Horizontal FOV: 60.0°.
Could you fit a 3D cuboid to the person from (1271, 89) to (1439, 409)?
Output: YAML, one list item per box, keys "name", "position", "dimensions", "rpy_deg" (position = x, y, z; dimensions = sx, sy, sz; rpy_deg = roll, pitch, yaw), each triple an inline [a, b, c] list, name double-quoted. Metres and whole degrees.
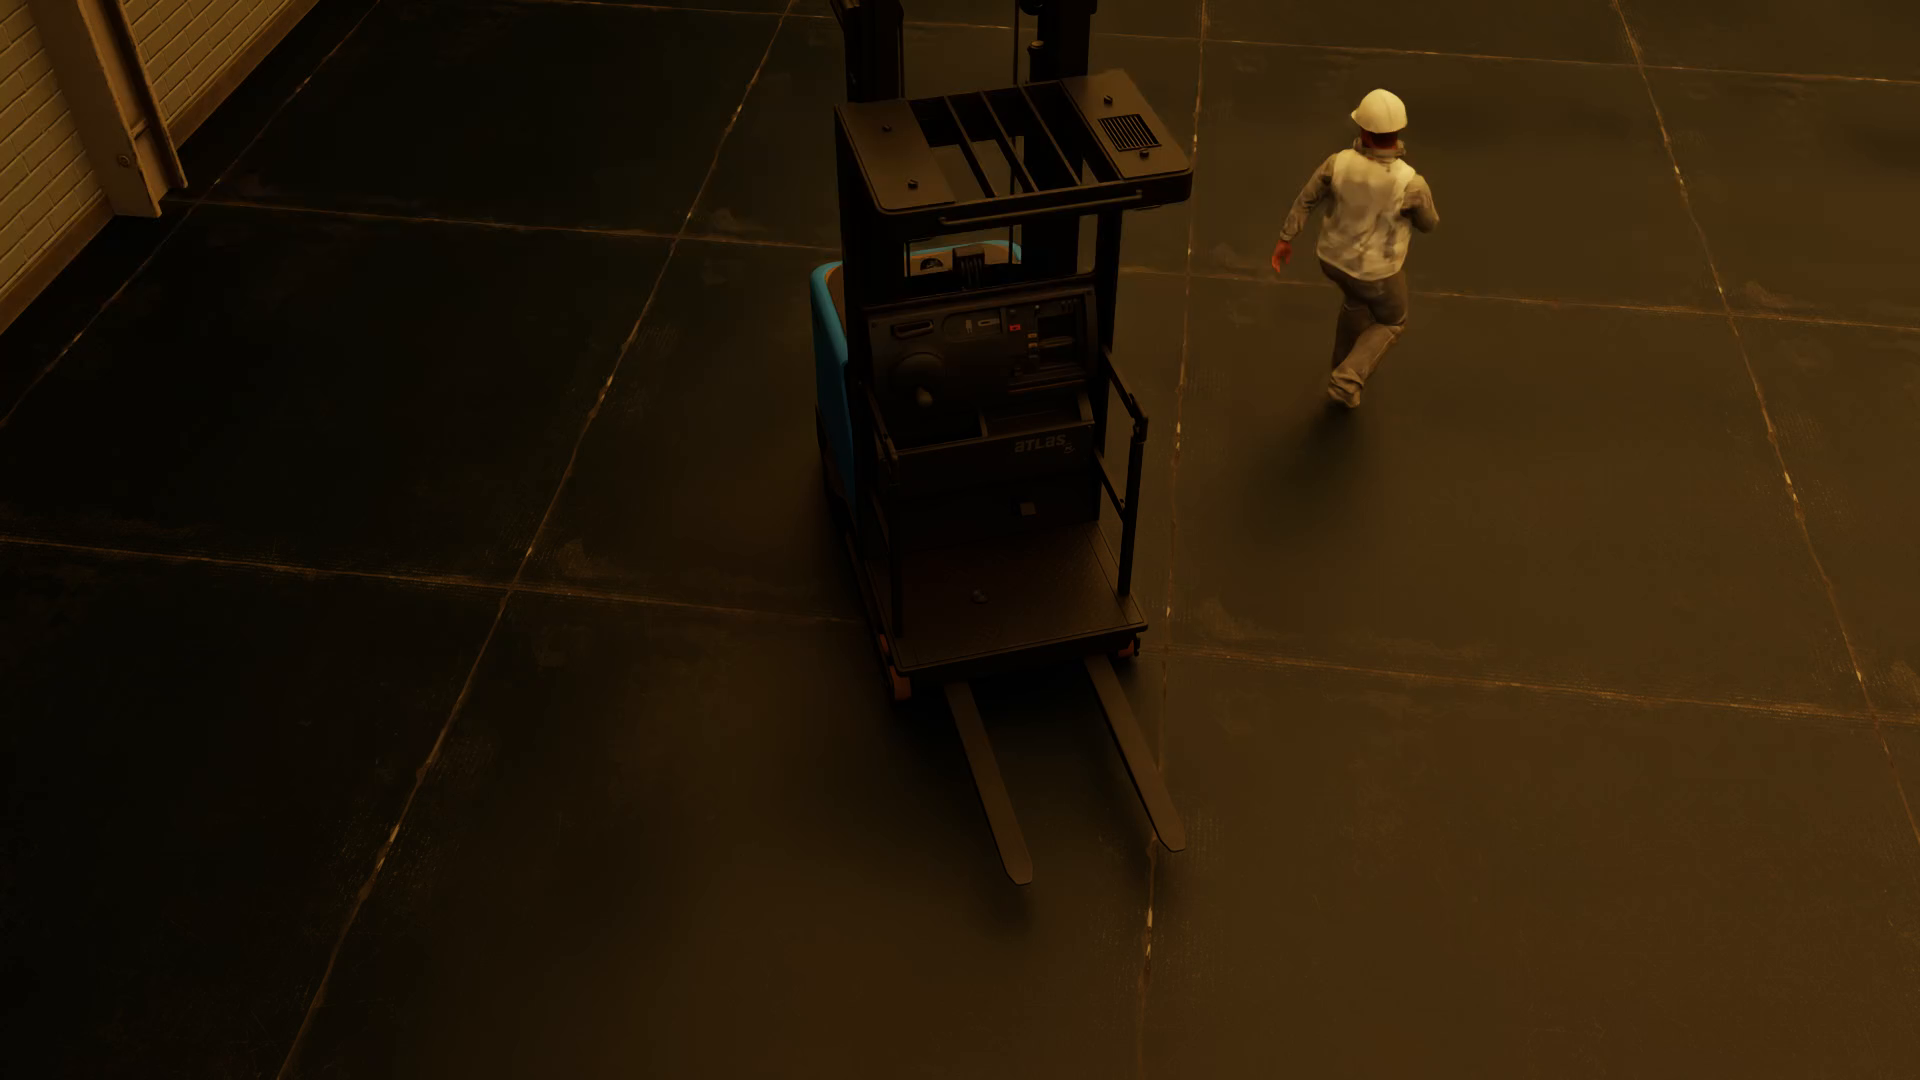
- name: "person"
  position: [1.978, -1.435, 8.196]
  dimensions: [0.634, 1.710, 0.659]
  rpy_deg: [-33, 52, -30]

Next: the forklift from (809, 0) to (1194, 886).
- name: "forklift"
  position: [0.153, -0.681, 6.465]
  dimensions: [1.130, 2.935, 3.031]
  rpy_deg: [-10, 44, -11]
